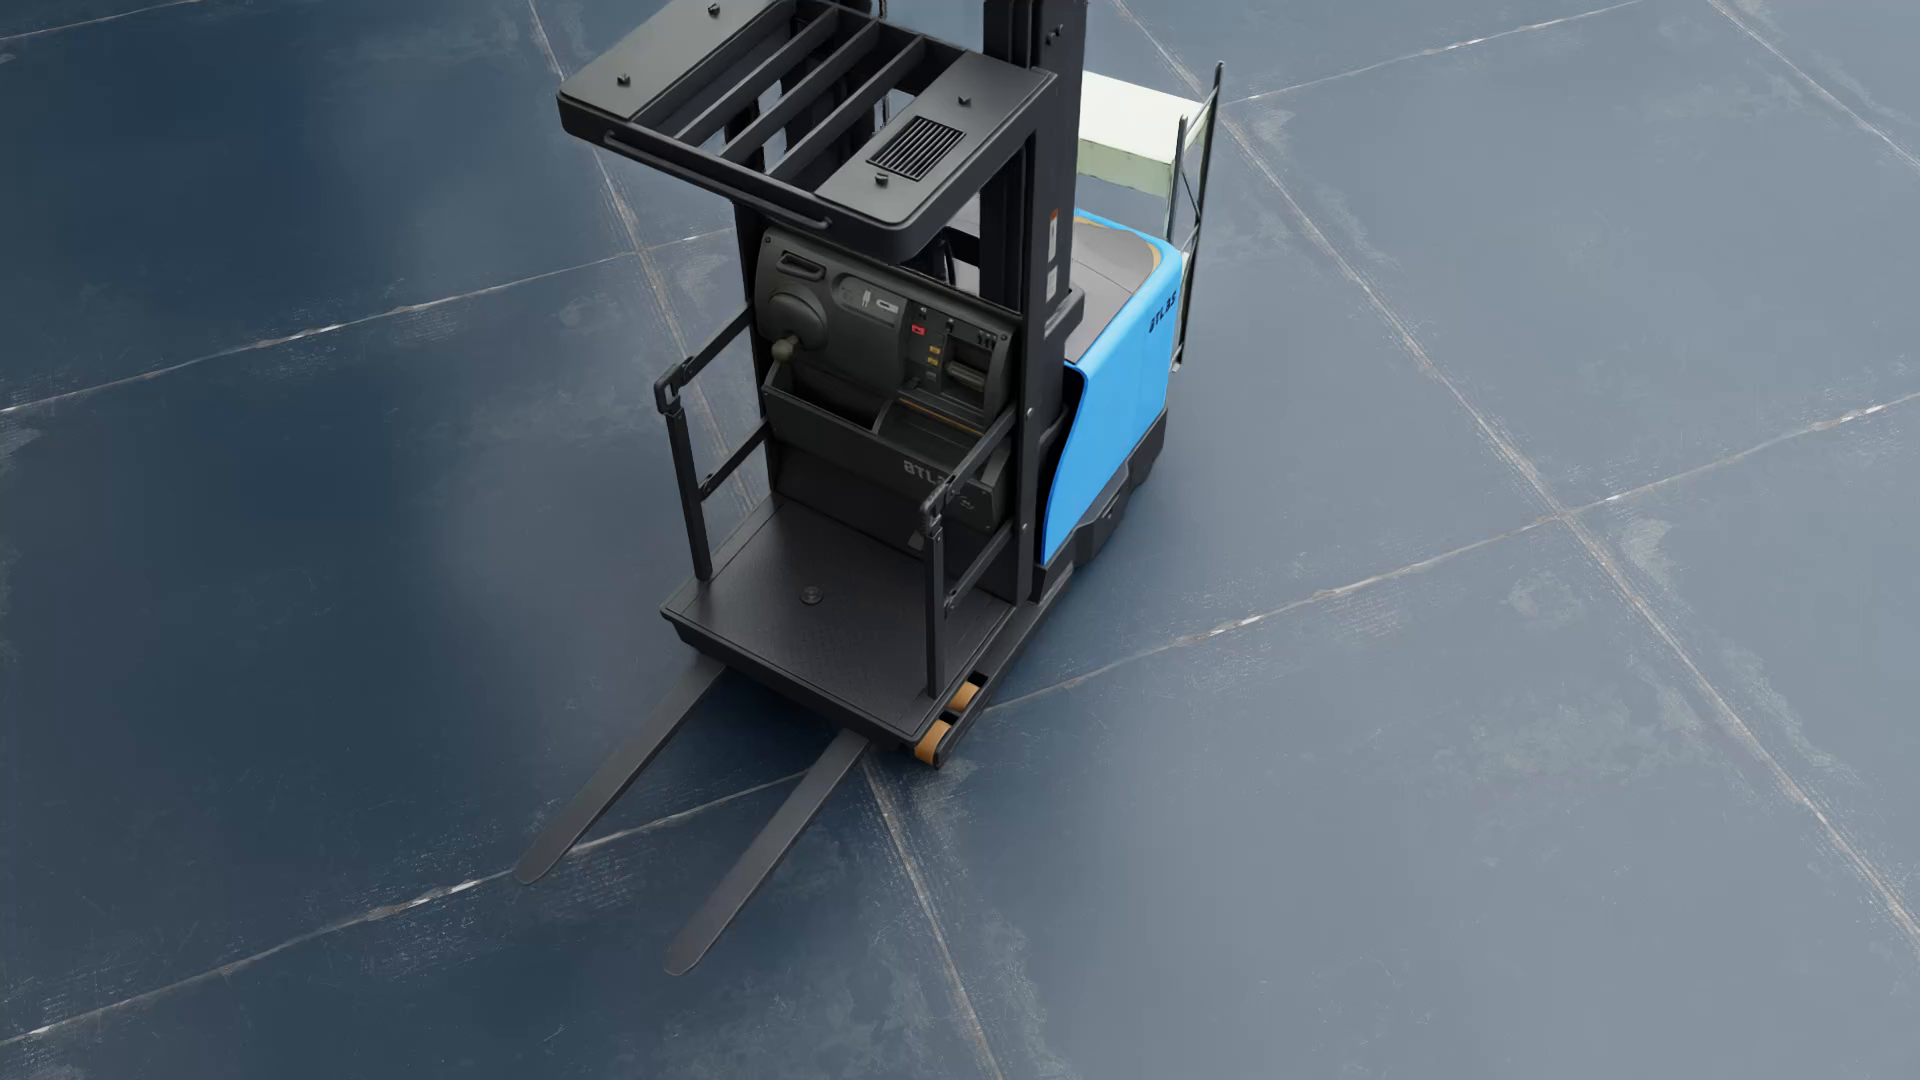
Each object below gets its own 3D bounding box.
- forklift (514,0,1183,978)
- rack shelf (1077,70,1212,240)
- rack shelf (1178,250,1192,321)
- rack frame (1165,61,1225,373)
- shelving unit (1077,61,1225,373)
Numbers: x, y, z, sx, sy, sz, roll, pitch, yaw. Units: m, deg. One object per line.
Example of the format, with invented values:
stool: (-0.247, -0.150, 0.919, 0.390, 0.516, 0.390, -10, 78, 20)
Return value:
forklift: (-0.364, -0.568, 5.147, 1.130, 2.935, 3.031, 25, 54, 20)
rack shelf: (0.550, -1.518, 6.391, 0.720, 0.370, 0.431, 21, 52, 17)
rack shelf: (0.550, -1.051, 6.935, 0.720, 0.370, 0.431, 21, 52, 17)
rack frame: (0.877, -1.139, 6.581, 0.023, 1.500, 0.400, 21, 52, 17)
shelving unit: (0.550, -1.264, 6.687, 0.755, 1.500, 0.431, 21, 52, 17)
